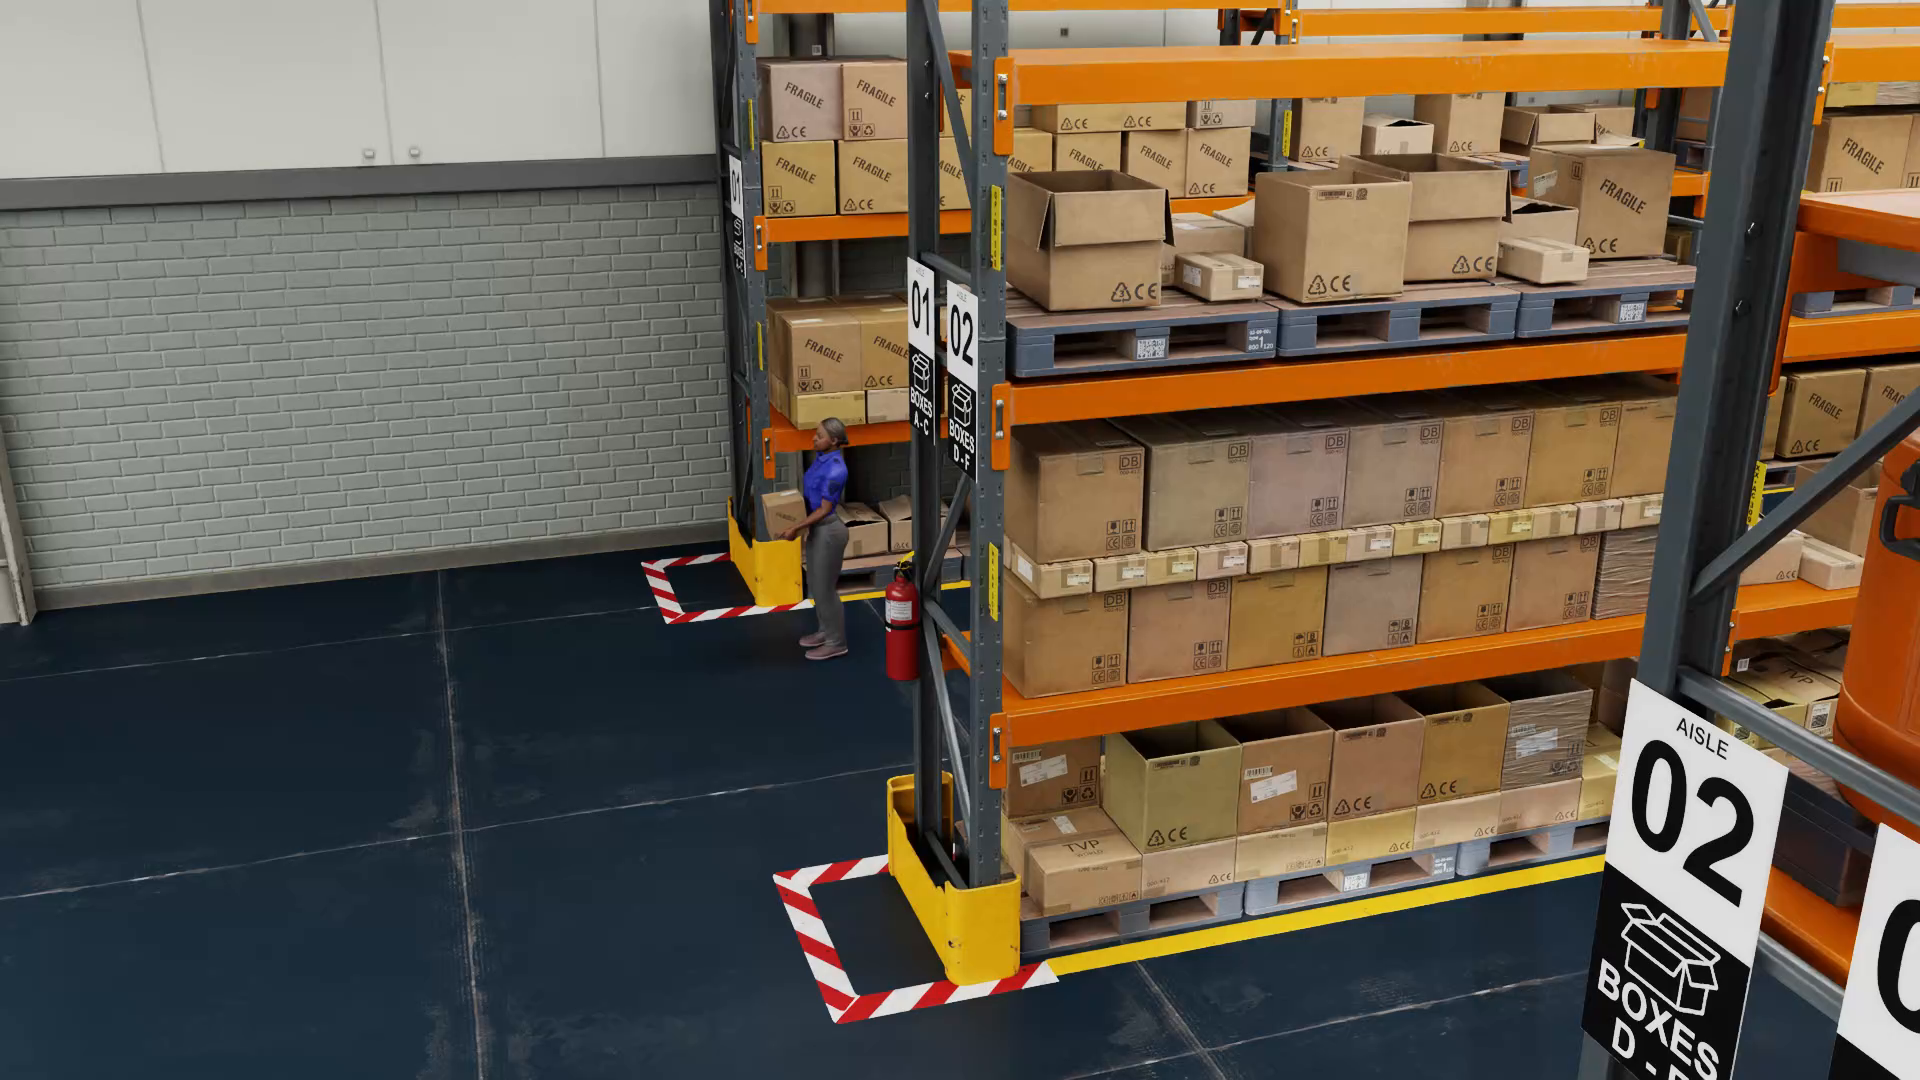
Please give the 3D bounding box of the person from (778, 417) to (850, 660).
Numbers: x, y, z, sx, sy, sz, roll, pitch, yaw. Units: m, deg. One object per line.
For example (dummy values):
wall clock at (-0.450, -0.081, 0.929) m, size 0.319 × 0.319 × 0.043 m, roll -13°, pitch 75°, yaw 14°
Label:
person at (-0.981, -0.018, 11.142) m, size 0.517 × 1.647 × 0.450 m, roll -5°, pitch 20°, yaw -14°
